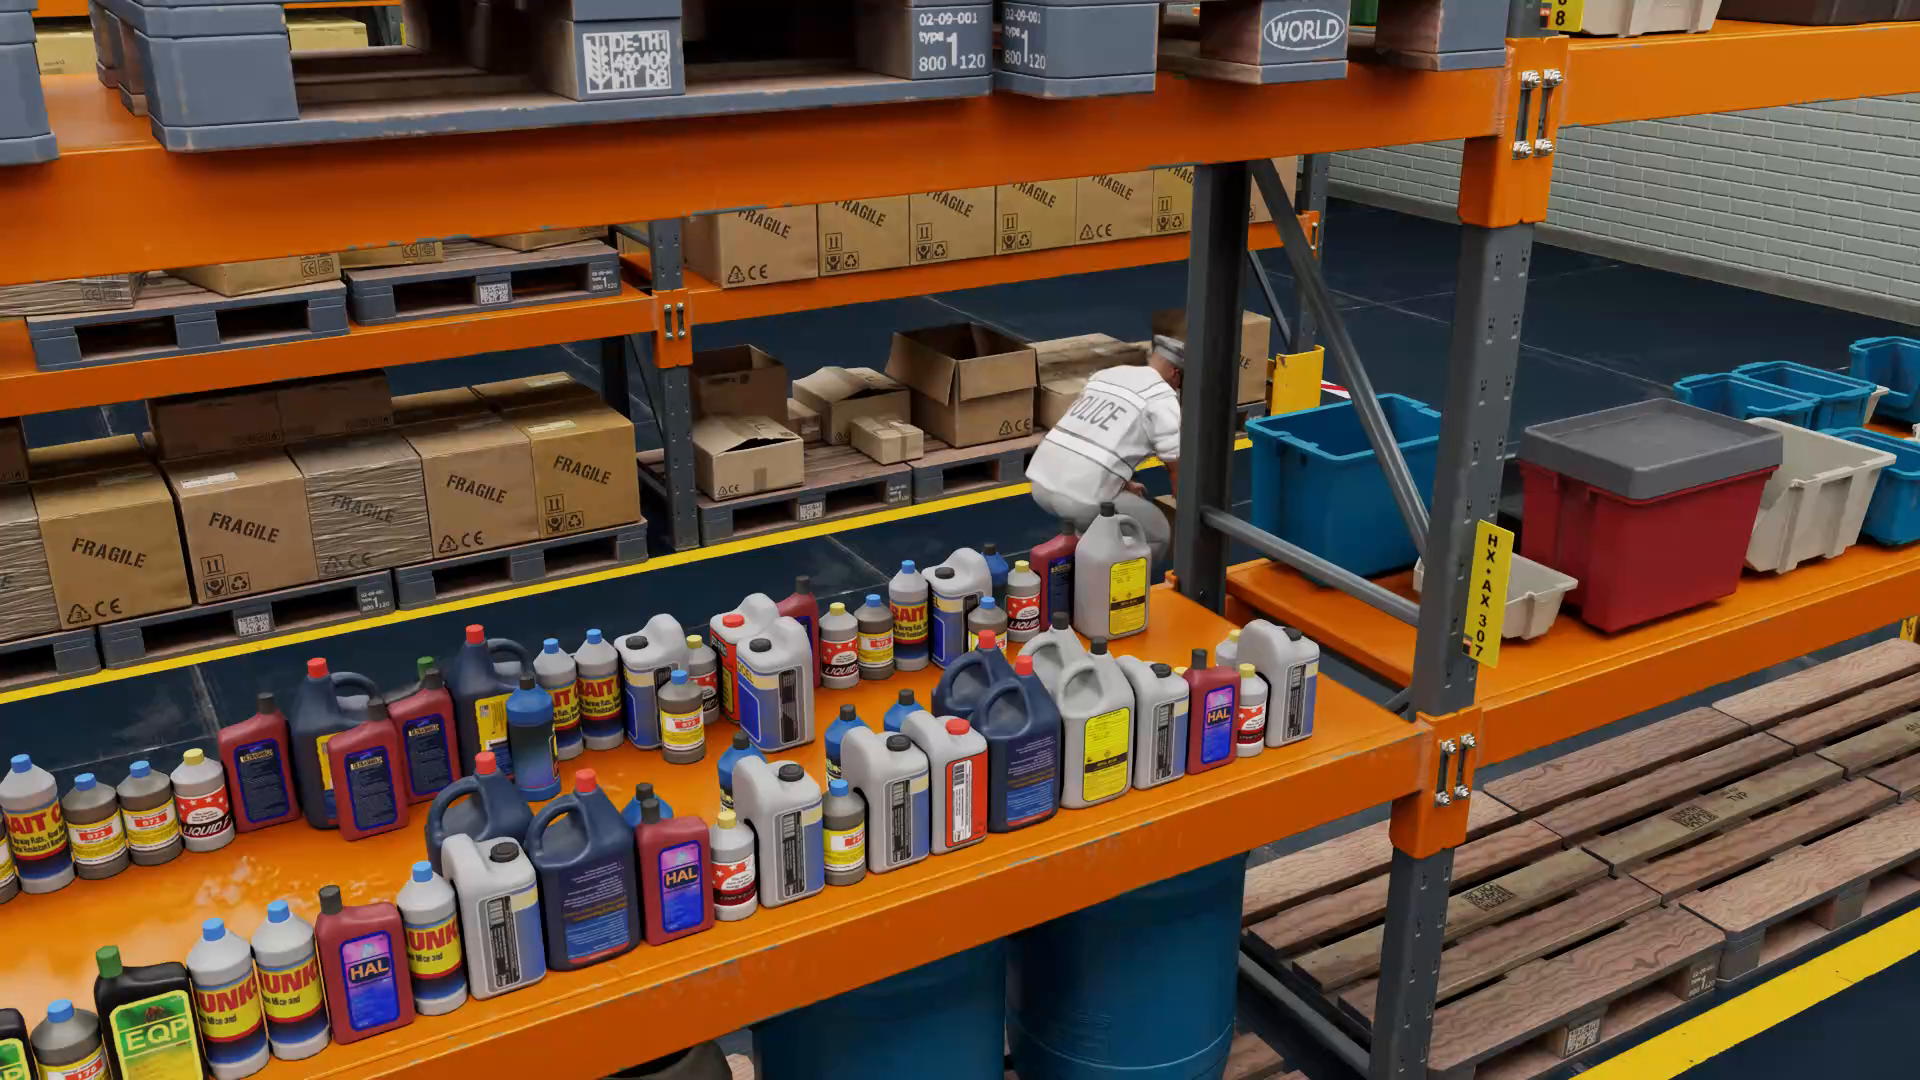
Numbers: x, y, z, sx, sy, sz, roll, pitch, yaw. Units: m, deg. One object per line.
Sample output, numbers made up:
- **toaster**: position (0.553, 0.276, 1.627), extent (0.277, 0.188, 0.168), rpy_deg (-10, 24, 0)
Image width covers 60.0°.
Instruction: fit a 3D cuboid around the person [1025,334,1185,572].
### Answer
- **person**: position (0.701, -0.271, 7.462), extent (0.882, 1.242, 0.581), rpy_deg (-12, 25, -28)
